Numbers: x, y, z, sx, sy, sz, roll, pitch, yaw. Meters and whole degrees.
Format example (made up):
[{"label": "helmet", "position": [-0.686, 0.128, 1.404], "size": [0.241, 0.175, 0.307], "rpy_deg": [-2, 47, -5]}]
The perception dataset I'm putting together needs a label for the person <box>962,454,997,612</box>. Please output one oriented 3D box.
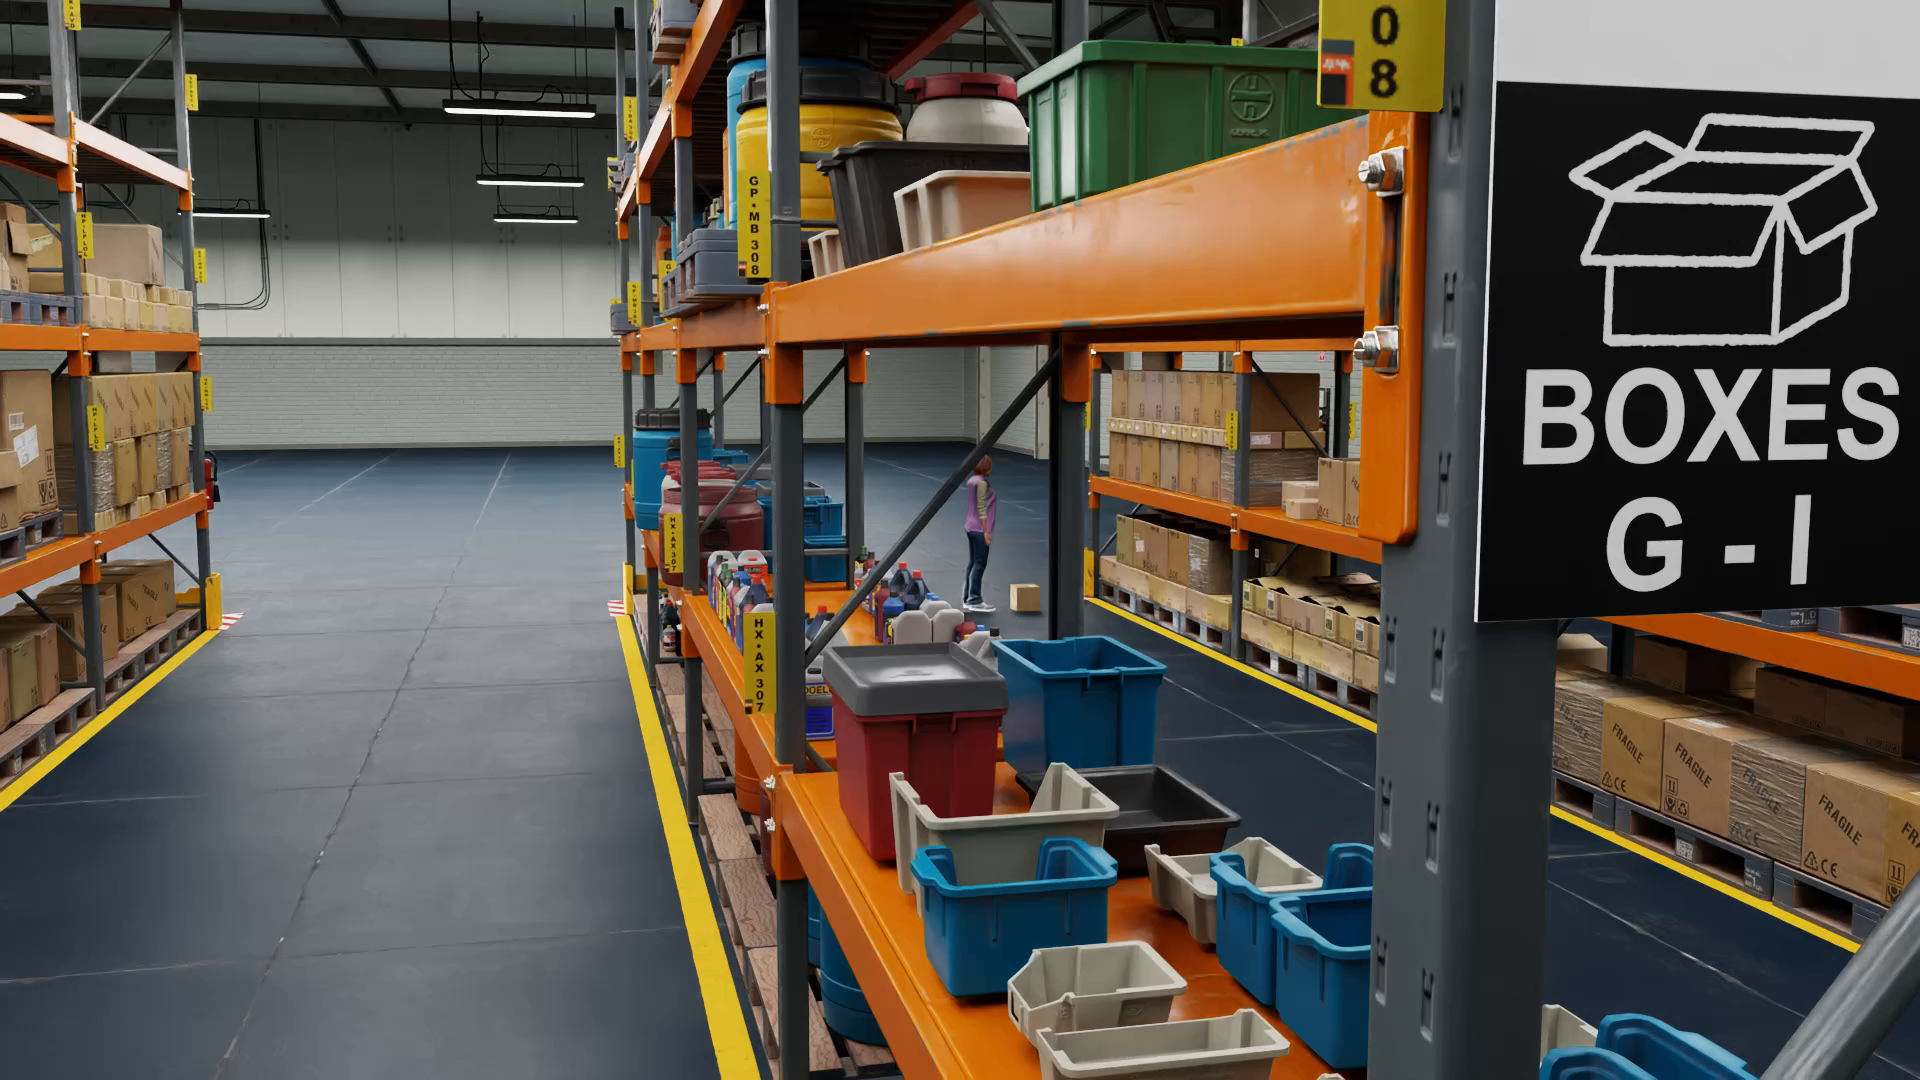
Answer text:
[{"label": "person", "position": [0.193, -0.077, 16.936], "size": [0.334, 1.599, 0.419], "rpy_deg": [-1, 7, -13]}]
